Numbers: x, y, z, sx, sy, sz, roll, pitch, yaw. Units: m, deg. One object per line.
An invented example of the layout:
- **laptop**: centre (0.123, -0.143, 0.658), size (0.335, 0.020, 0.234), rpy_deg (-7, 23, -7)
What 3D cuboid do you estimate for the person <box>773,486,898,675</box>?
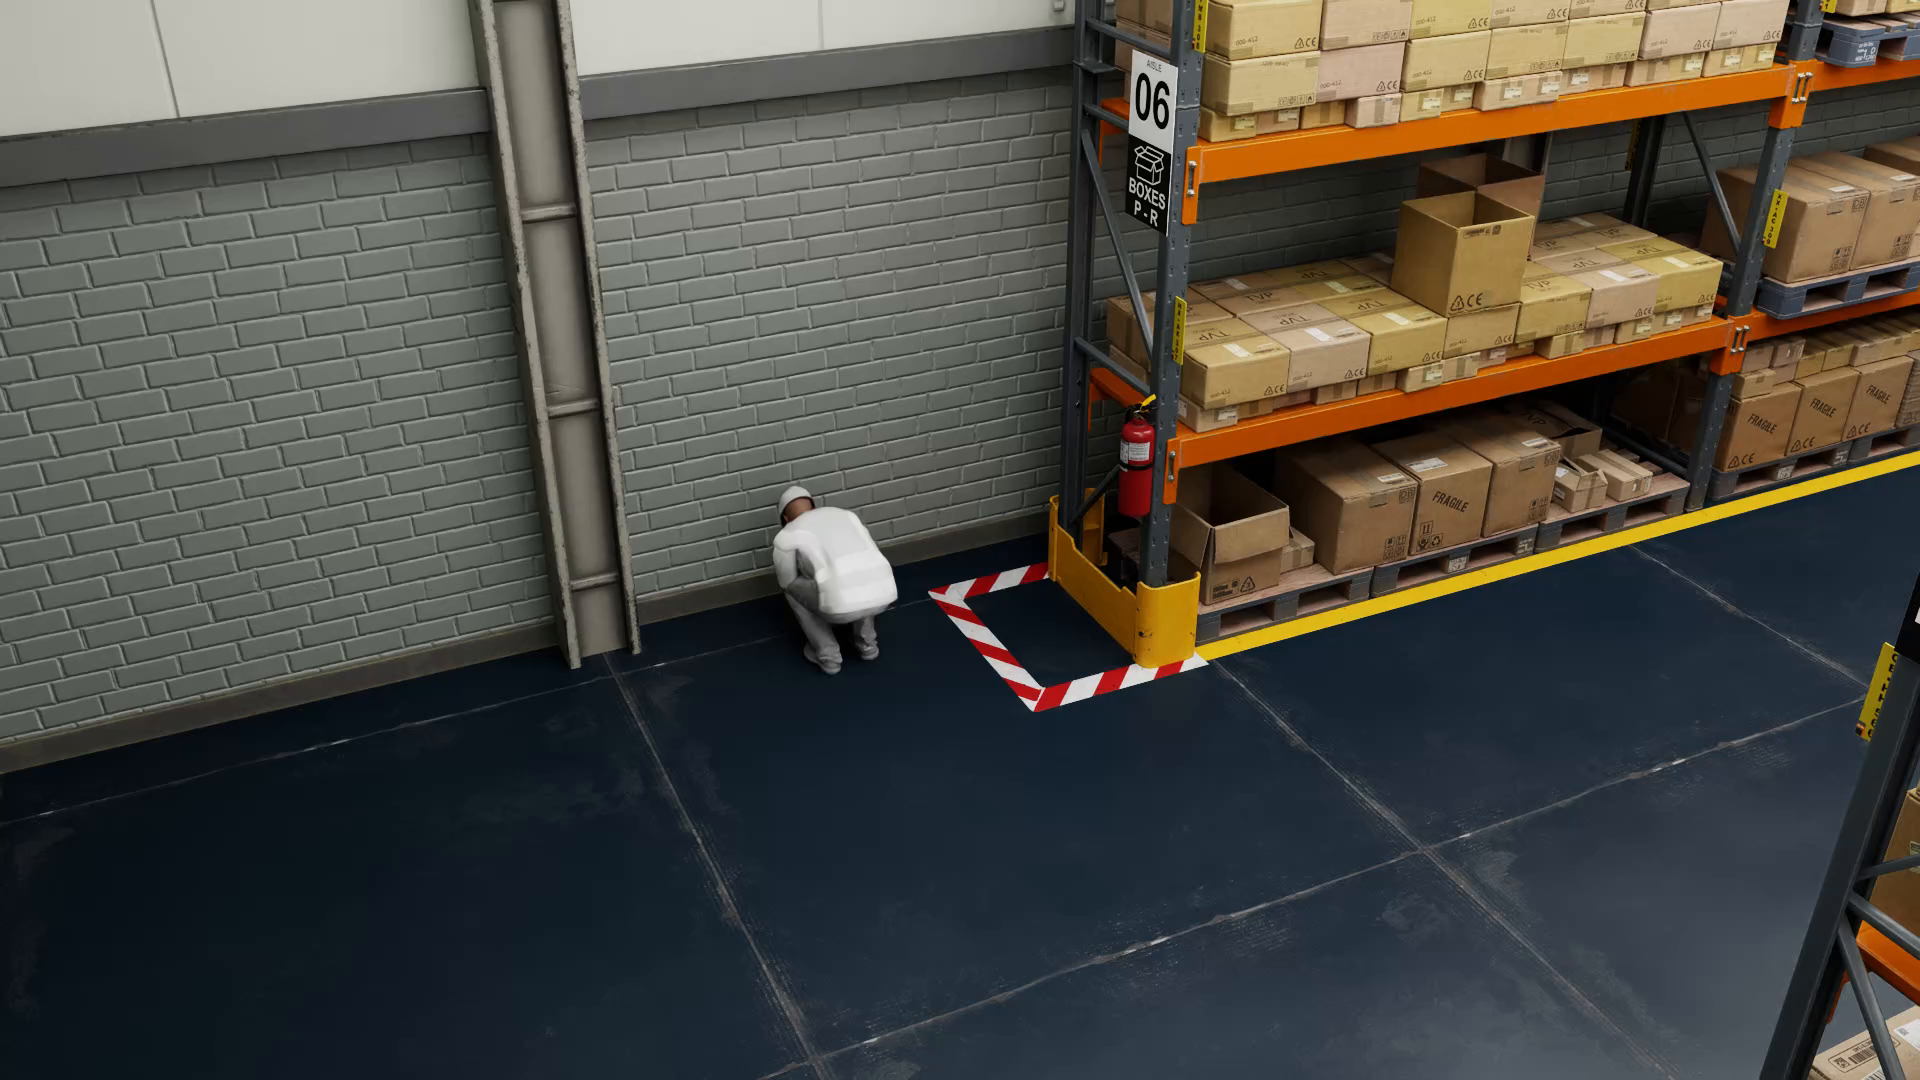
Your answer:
- **person**: centre (-0.720, 0.239, 9.031), size (0.531, 0.837, 0.950), rpy_deg (-14, 32, -23)
